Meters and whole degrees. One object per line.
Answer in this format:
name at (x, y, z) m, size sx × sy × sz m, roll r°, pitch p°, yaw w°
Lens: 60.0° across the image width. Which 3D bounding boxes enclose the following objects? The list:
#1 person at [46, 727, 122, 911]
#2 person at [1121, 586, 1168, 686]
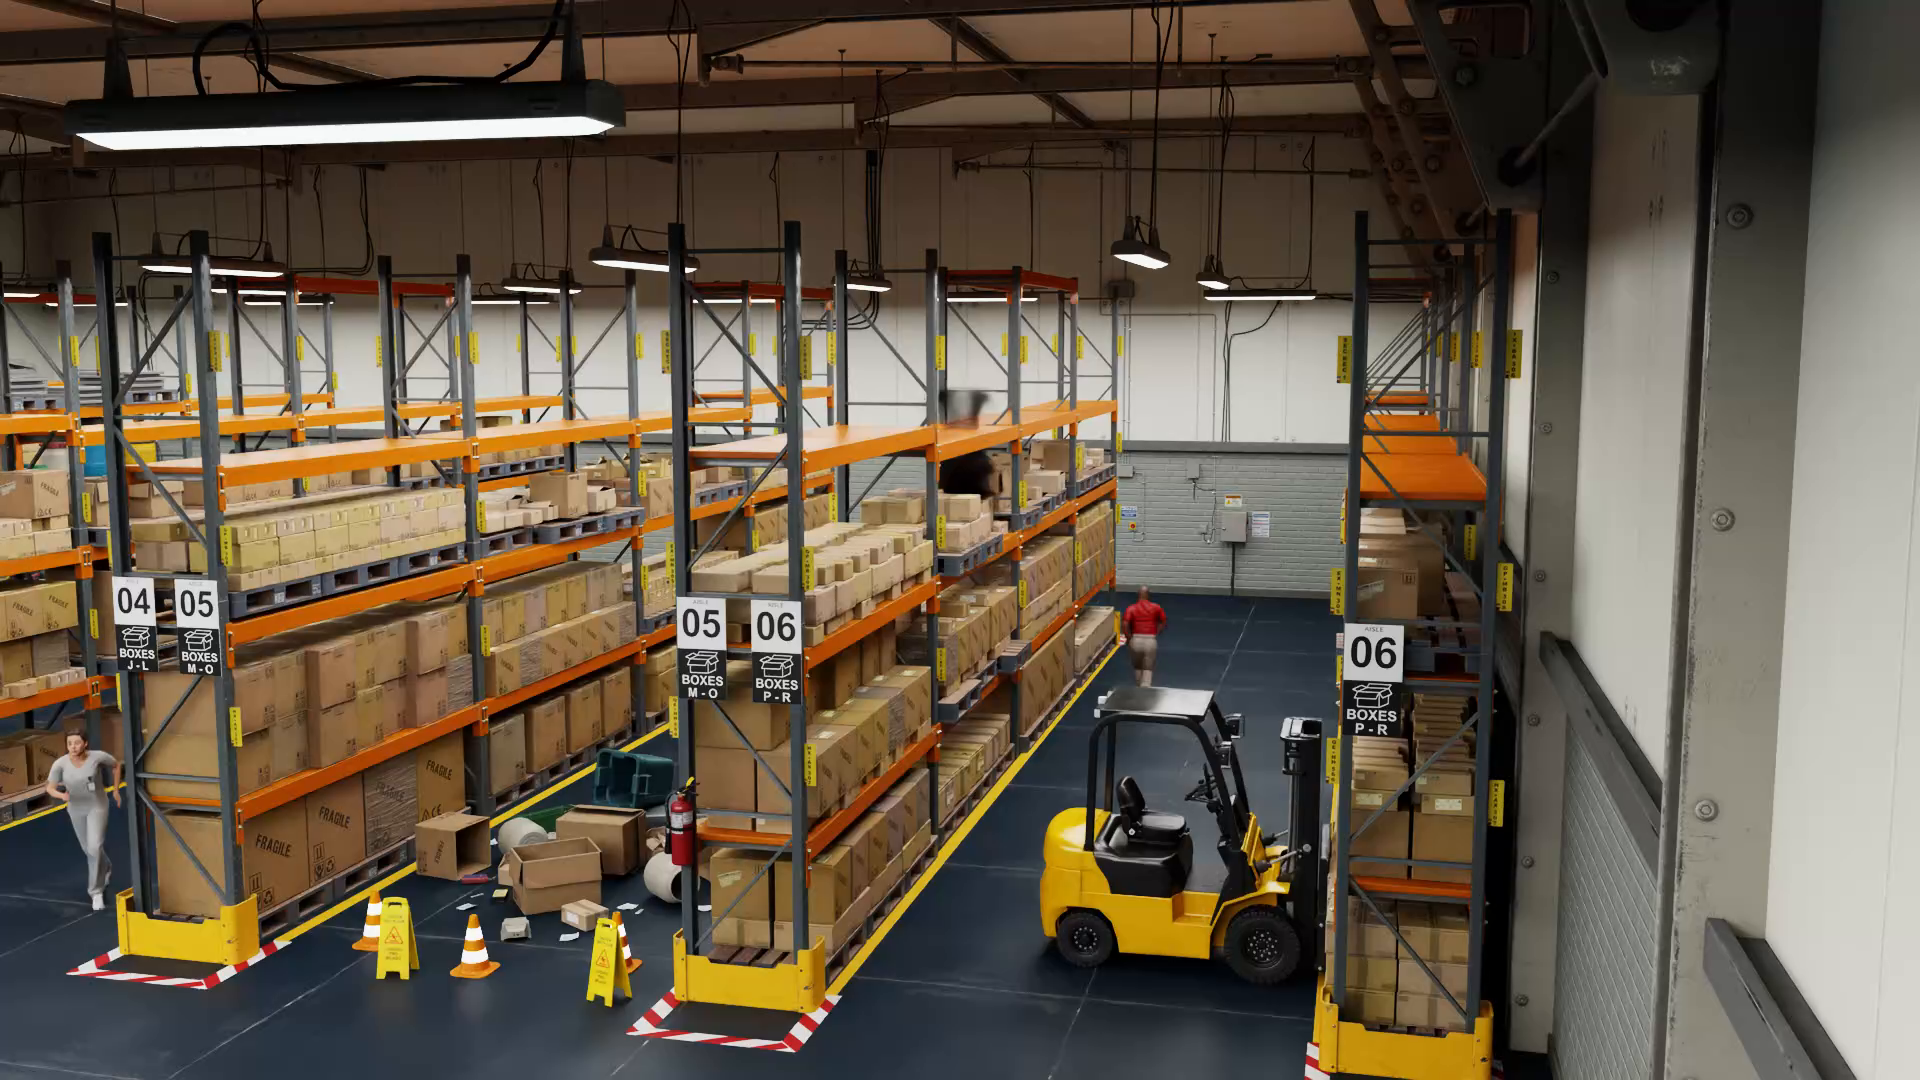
person at (-8.005, 2.503, 15.269) m, size 0.560 × 1.657 × 0.915 m, roll -1°, pitch 7°, yaw -10°
person at (2.580, 1.512, 23.253) m, size 0.648 × 1.692 × 0.695 m, roll 1°, pitch 7°, yaw 6°
